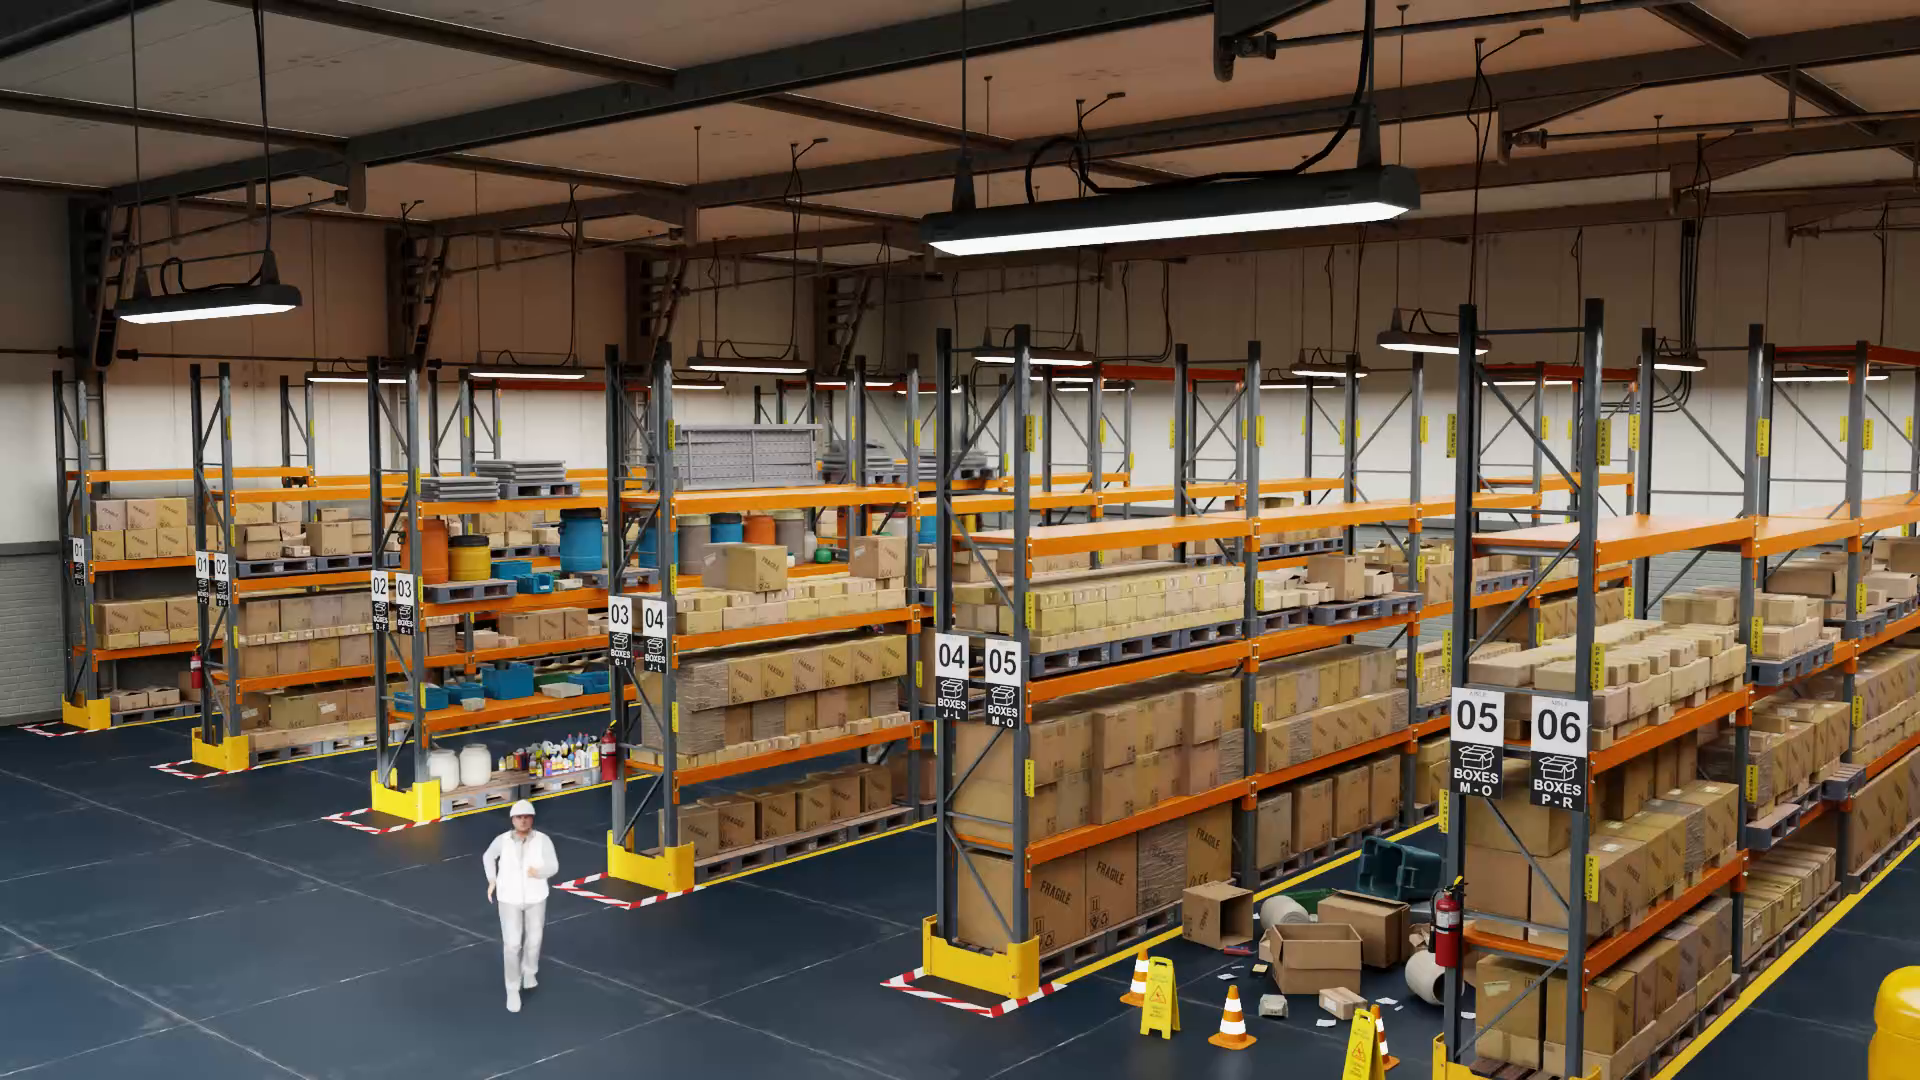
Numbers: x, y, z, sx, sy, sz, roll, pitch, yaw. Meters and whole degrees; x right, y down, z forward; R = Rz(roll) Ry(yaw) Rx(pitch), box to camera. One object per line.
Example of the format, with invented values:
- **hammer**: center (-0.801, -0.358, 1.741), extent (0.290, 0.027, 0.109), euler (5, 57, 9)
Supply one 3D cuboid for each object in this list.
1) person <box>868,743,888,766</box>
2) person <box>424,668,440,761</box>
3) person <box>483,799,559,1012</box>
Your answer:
- **person**: center (-1.255, 2.554, 23.758), extent (0.613, 1.823, 0.894), euler (3, 5, 32)
- **person**: center (-7.648, 2.654, 23.874), extent (0.559, 1.662, 0.707), euler (3, 5, 38)
- **person**: center (-3.884, 3.218, 14.764), extent (0.624, 1.834, 0.757), euler (-2, 4, -20)
